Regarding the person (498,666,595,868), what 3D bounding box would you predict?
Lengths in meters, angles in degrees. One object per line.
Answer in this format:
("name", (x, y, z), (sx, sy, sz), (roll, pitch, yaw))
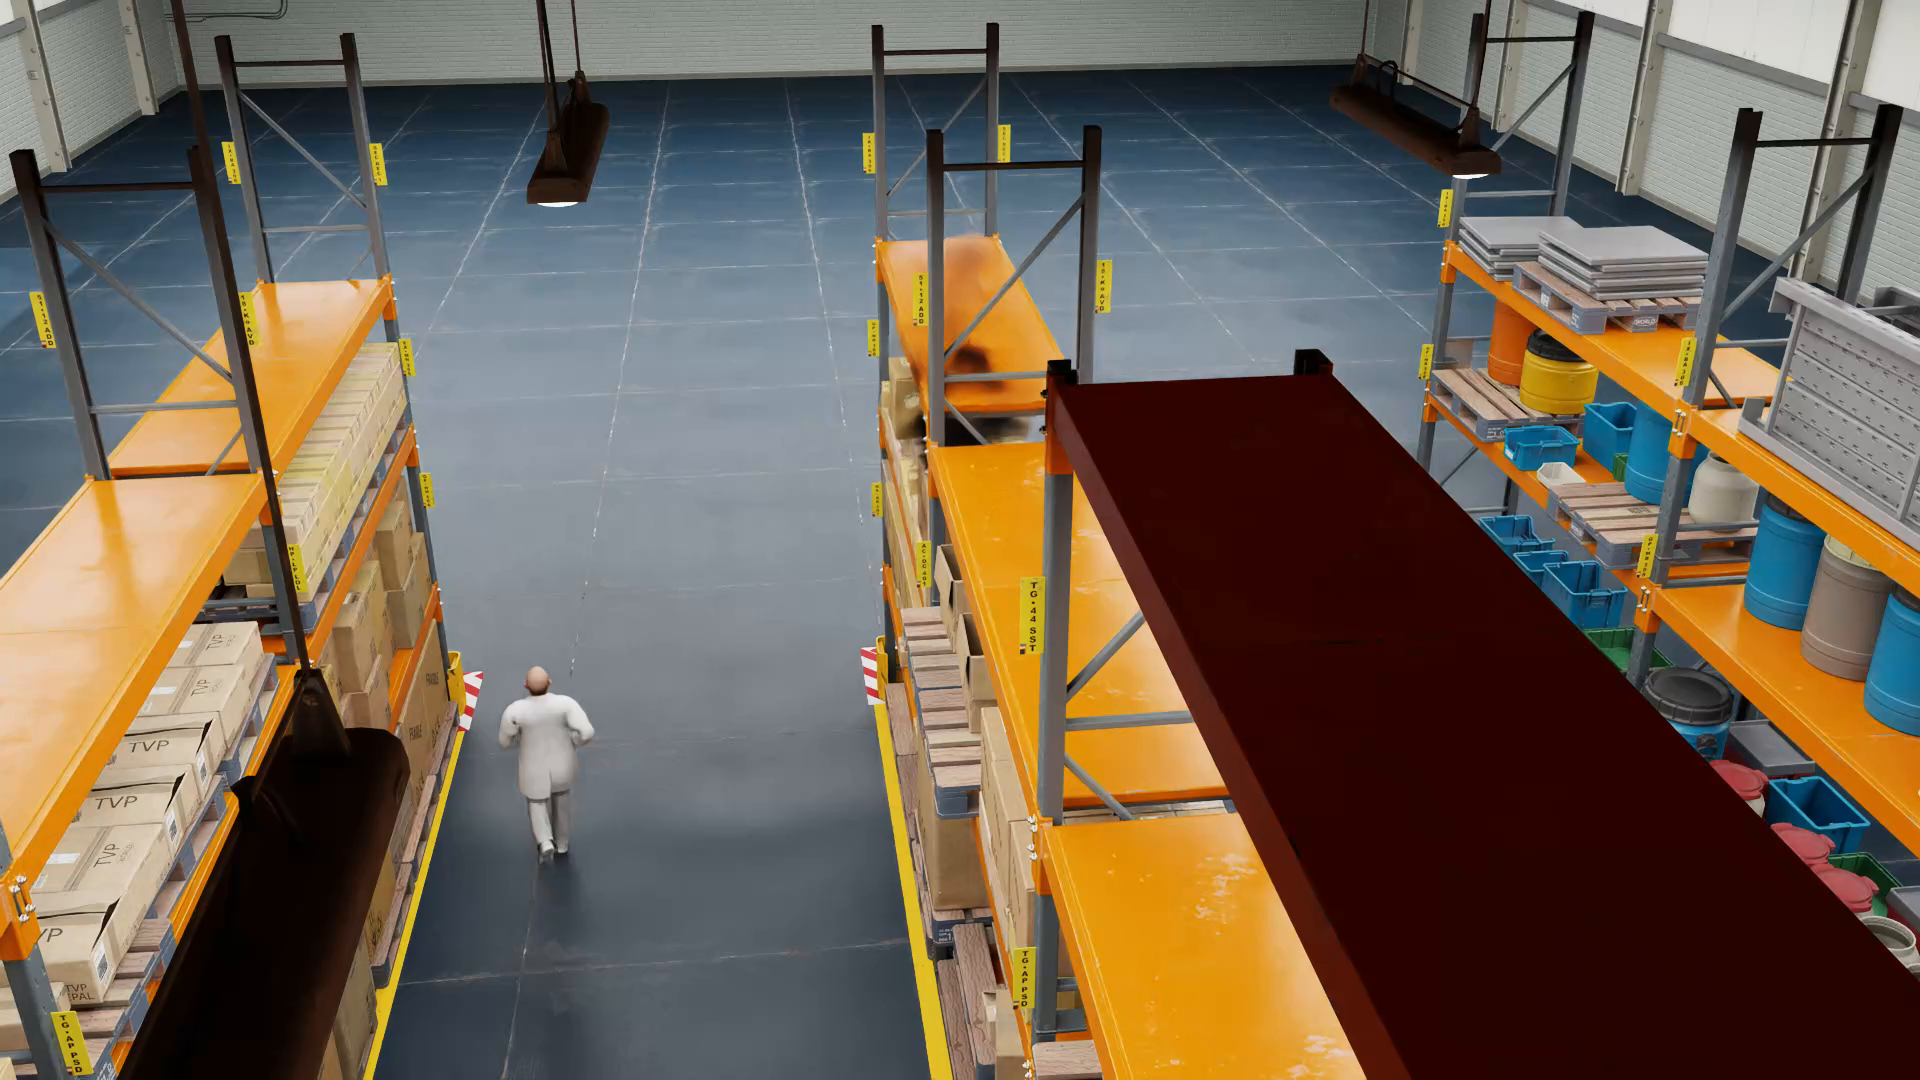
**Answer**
("person", (-3.164, 1.730, 12.826), (0.715, 1.735, 0.812), (-7, 26, -14))
